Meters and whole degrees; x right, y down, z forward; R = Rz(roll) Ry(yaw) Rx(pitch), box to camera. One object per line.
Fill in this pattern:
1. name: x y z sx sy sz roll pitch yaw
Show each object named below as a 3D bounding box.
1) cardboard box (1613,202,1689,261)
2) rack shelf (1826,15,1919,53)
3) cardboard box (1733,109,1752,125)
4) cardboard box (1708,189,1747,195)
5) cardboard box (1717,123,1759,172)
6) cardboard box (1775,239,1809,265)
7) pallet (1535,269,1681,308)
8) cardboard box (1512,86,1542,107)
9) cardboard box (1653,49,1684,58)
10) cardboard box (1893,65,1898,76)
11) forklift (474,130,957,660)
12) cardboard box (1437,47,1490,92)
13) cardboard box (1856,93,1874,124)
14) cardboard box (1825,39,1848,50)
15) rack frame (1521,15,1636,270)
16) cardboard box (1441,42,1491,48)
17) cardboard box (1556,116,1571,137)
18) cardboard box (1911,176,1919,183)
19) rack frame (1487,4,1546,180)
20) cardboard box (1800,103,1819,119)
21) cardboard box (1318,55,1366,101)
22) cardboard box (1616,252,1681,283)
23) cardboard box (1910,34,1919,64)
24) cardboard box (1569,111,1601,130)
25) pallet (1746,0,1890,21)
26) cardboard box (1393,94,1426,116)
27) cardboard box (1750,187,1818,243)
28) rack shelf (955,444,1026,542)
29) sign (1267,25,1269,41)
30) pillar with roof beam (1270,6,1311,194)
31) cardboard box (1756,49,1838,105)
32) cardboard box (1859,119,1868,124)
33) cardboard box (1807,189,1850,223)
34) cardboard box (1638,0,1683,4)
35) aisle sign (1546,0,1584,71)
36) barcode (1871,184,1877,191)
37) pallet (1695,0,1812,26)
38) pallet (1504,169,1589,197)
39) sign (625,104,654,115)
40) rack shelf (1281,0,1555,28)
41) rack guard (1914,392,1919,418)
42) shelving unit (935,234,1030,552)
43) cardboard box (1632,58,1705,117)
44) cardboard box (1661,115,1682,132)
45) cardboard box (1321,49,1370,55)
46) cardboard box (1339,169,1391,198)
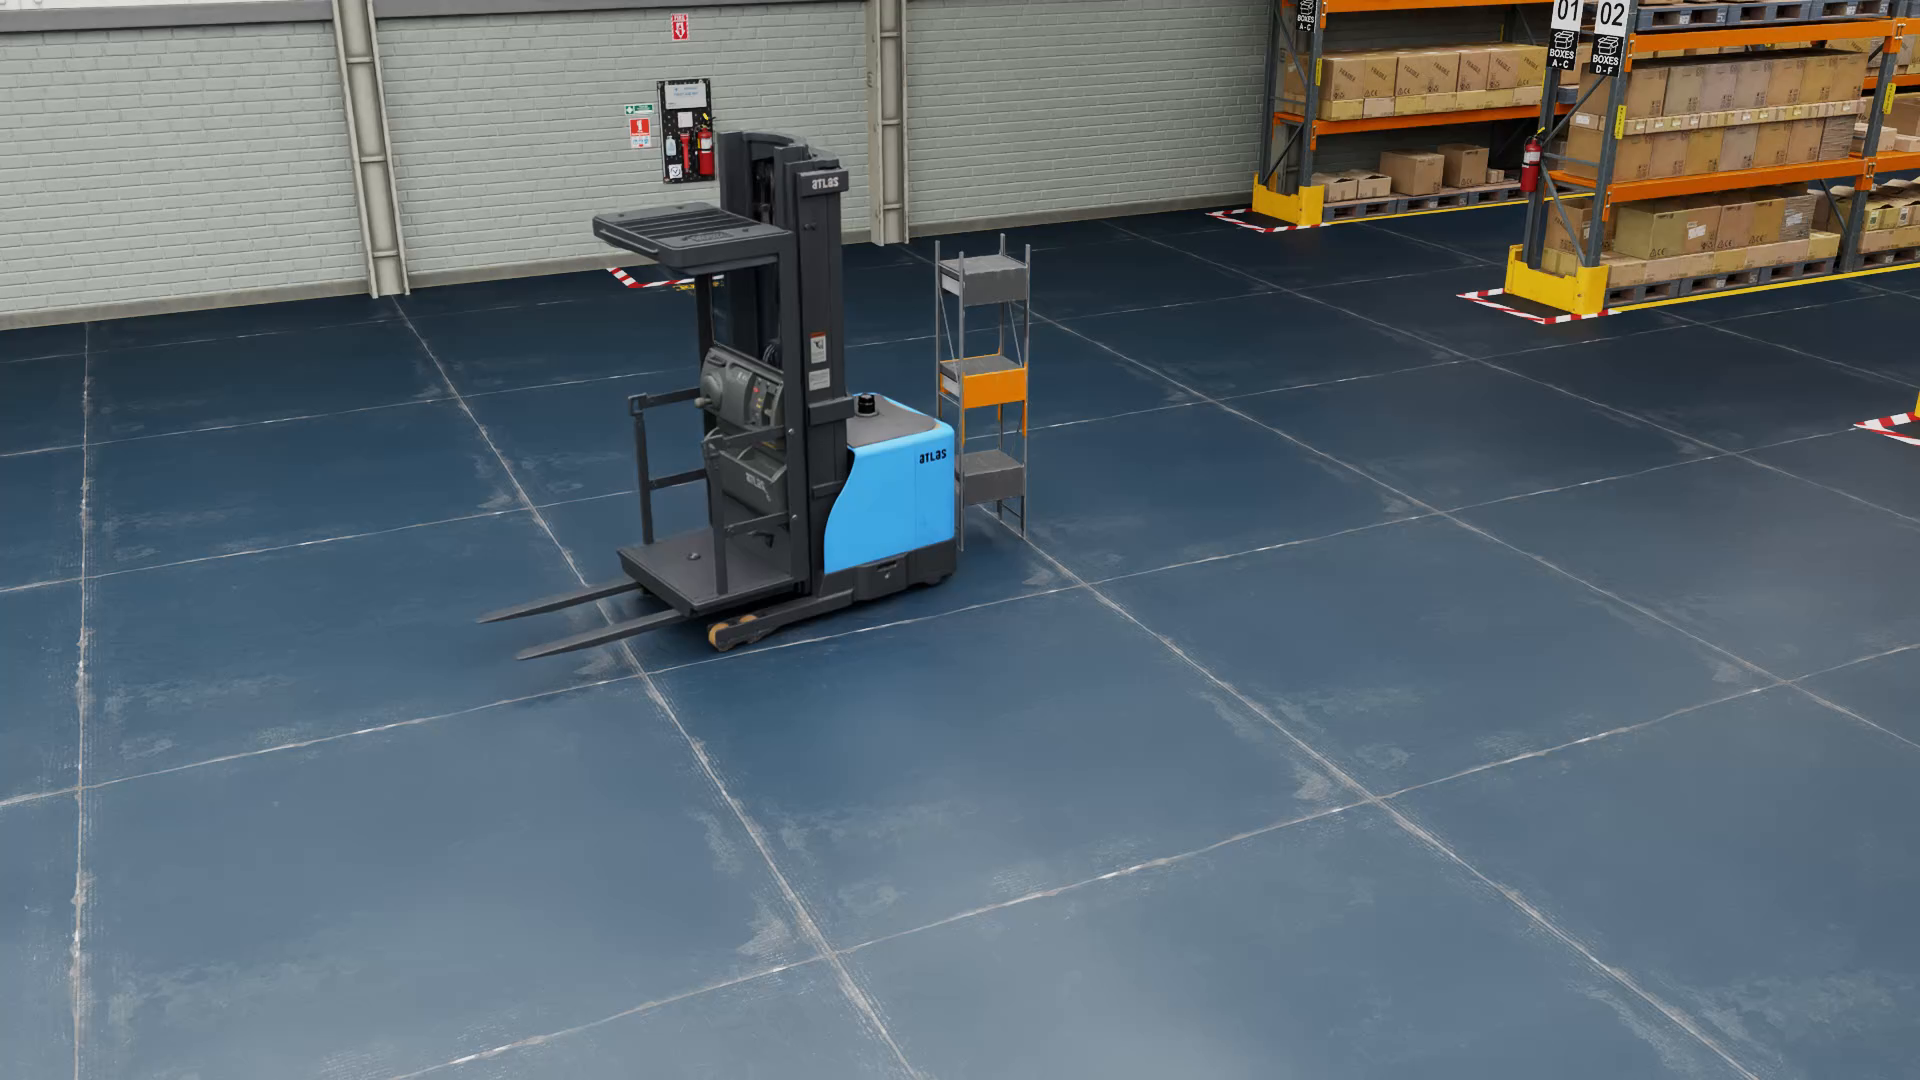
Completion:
1. cardboard box: 7.456 -3.339 17.959 0.500 0.500 0.500 -10 25 -24
2. rack shelf: 11.833 -6.022 19.394 4.000 0.370 1.077 -10 25 -24
3. cardboard box: 8.259 -4.564 17.876 0.250 0.149 0.380 -10 25 -23
4. cardboard box: 8.576 -3.771 19.005 0.500 0.500 0.500 -10 25 -24
5. cardboard box: 8.247 -4.350 18.206 0.500 0.500 0.700 -10 24 -22
6. cardboard box: 9.253 -3.328 18.914 0.500 0.250 0.500 -10 25 -24
7. pallet: 7.098 -2.826 18.300 1.213 0.211 1.003 -10 25 -24
8. cardboard box: 7.584 -6.100 22.734 0.500 0.250 0.500 -10 25 -23
9. cardboard box: 9.951 -6.960 23.936 0.500 0.500 0.700 -10 25 -24
10. cardboard box: 14.223 -7.268 25.688 0.250 0.149 0.380 -10 25 -24
11. forklift: -1.510 -0.909 10.115 3.031 2.935 1.130 -16 27 -33
12. cardboard box: 6.682 -6.280 22.188 0.500 0.500 0.500 -11 25 -25
13. cardboard box: 13.759 -6.570 25.961 0.750 0.750 0.750 -10 24 -22
14. cardboard box: 12.956 -7.357 25.056 0.500 0.500 0.500 -11 25 -24
15. rack frame: 6.427 -3.973 17.426 0.127 3.000 1.000 -10 25 -24
16. cardboard box: 6.898 -6.539 22.814 0.500 0.500 0.500 -11 25 -24
17. cardboard box: 8.931 -5.940 23.890 0.500 0.250 0.500 -11 25 -25
18. cardboard box: 12.106 -4.323 20.584 0.500 0.311 0.500 -11 25 -25
19. rack frame: 7.879 -6.343 23.151 0.127 3.000 1.000 -10 25 -24
20. cardboard box: 9.184 -4.735 18.288 0.250 0.149 0.380 -10 25 -24
21. cardboard box: 4.836 -5.941 21.371 0.500 0.500 0.500 -10 25 -24
22. cardboard box: 7.455 -2.993 18.104 0.500 0.250 0.500 -10 25 -24
23. cardboard box: 14.781 -7.699 25.882 0.500 0.500 0.500 -11 25 -24
24. cardboard box: 6.689 -4.448 17.594 0.250 0.149 0.380 -11 25 -25
25. pallet: 9.274 -5.831 18.108 1.213 0.211 1.003 -10 25 -24
26. cardboard box: 5.776 -5.764 21.924 0.500 0.250 0.500 -11 25 -24
27. cardboard box: 9.252 -3.675 18.772 0.500 0.500 0.500 -10 25 -24
28. rack shelf: 0.149 -0.338 11.688 0.480 0.518 0.431 -10 25 -24
29. sign: 4.052 -6.555 21.737 0.005 0.325 0.100 -10 25 -24
30. pillar with roof beam: 6.398 -7.382 17.818 0.400 9.000 9.100 -10 25 -24
31. cardboard box: 9.179 -5.122 18.375 0.500 0.500 0.700 -10 25 -24
32. cardboard box: 10.744 -4.783 19.560 0.258 0.266 0.396 -11 25 -25
33. cardboard box: 10.272 -3.985 19.768 0.500 0.311 0.500 -10 25 -24
34. cardboard box: 6.946 -5.759 16.952 0.637 0.503 0.797 -9 24 -20
35. aisle sign: 6.240 -5.264 17.147 0.004 0.787 0.394 -10 25 -24
36. barcode: 10.442 -4.027 18.995 0.075 0.075 0.001 -10 25 -24
37. pallet: 8.176 -5.630 17.623 1.213 0.211 1.003 -10 25 -24
38. pallet: 8.580 -5.184 23.998 1.213 0.211 1.003 -10 25 -24
39. sign: -3.654 -4.904 18.937 0.331 0.109 0.001 -10 25 -24
40. rack shelf: 6.077 -7.065 21.914 4.000 0.370 1.077 -10 25 -24
41. rack guard: 8.620 -1.139 13.848 0.348 0.500 1.175 -10 25 -24
42. shelving unit: 0.149 -0.998 11.415 0.503 2.100 0.431 -10 25 -24
43. cardboard box: 7.372 -4.789 17.571 0.500 0.500 0.700 -11 25 -25
44. cardboard box: 7.336 -4.395 17.467 0.250 0.149 0.380 -10 25 -23
45. cardboard box: 5.065 -6.197 21.989 0.500 0.500 0.500 -10 25 -23
46. cardboard box: 5.451 -4.819 22.409 0.500 0.311 0.500 -8 24 -19
